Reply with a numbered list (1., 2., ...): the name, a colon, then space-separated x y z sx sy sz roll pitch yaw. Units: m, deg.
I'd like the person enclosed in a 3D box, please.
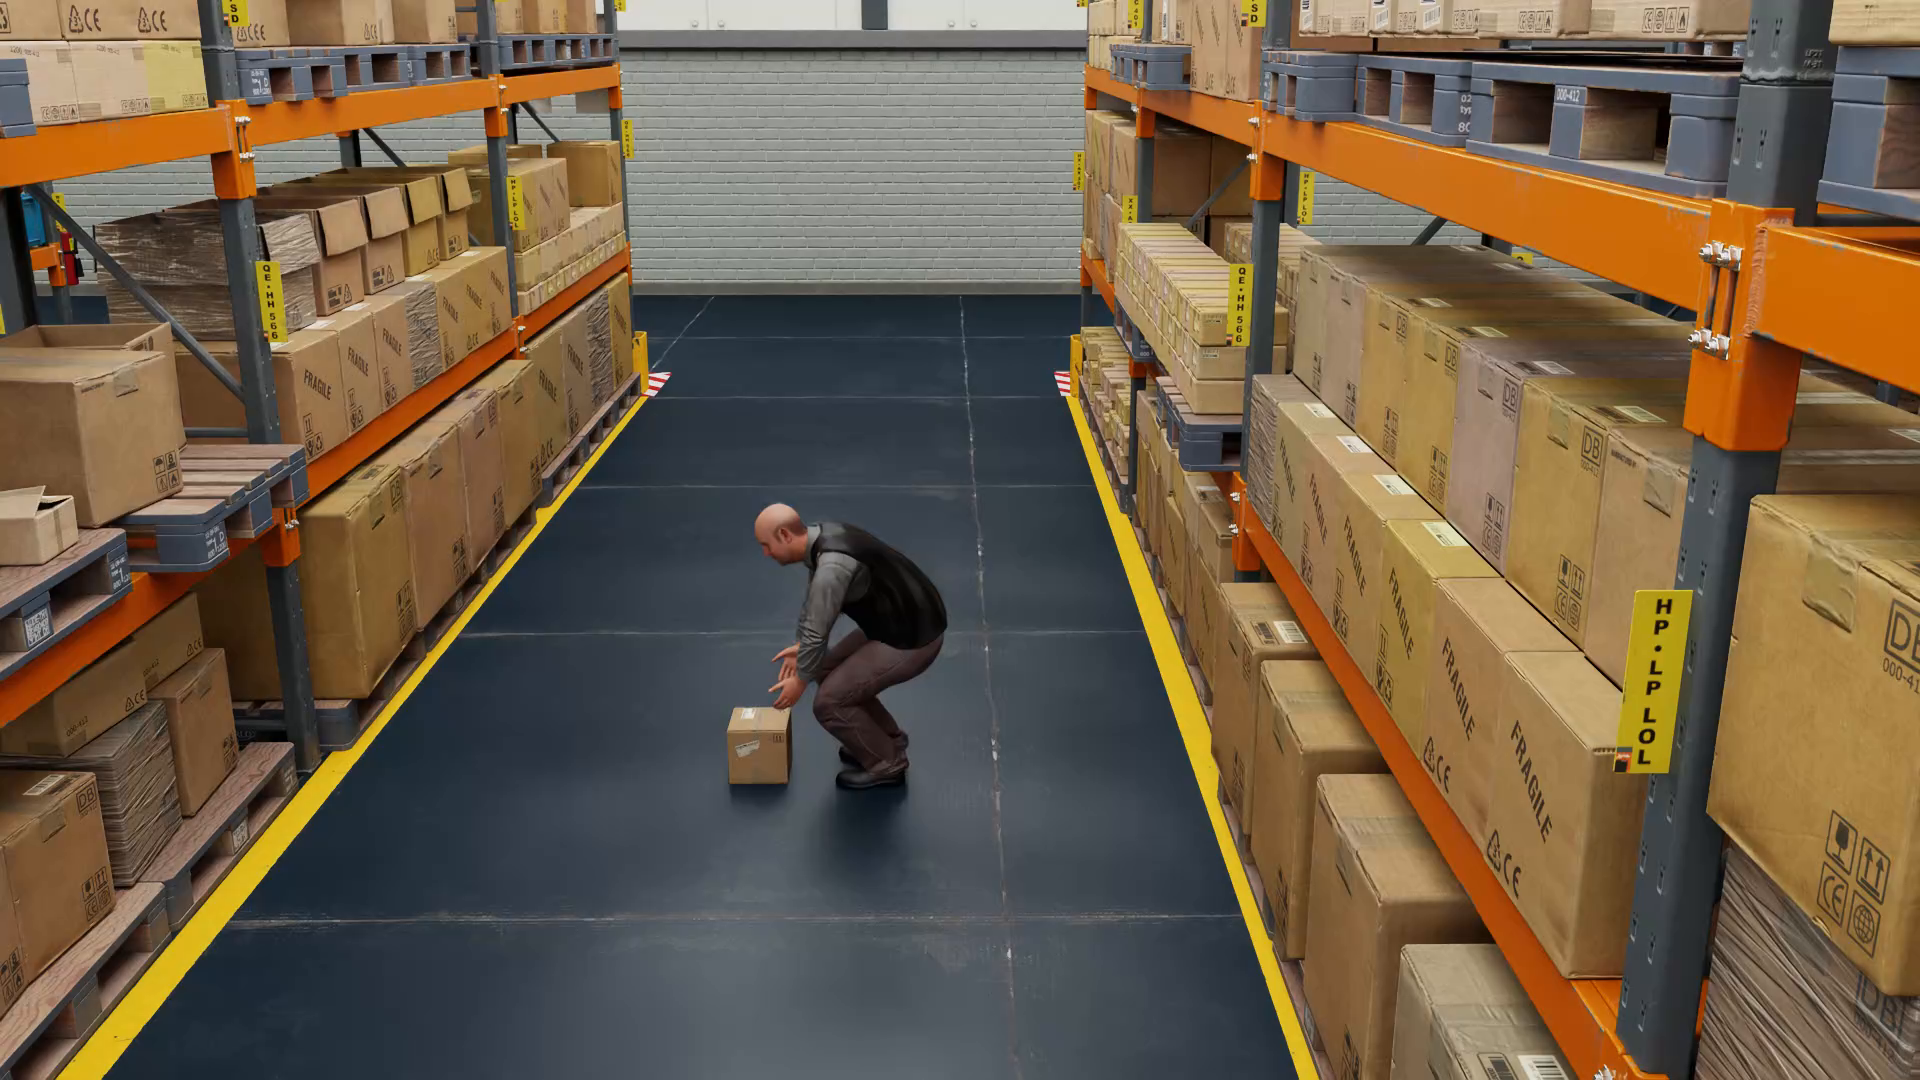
1. person: -0.450 0.434 7.023 0.795 1.226 0.582 0 17 -1
